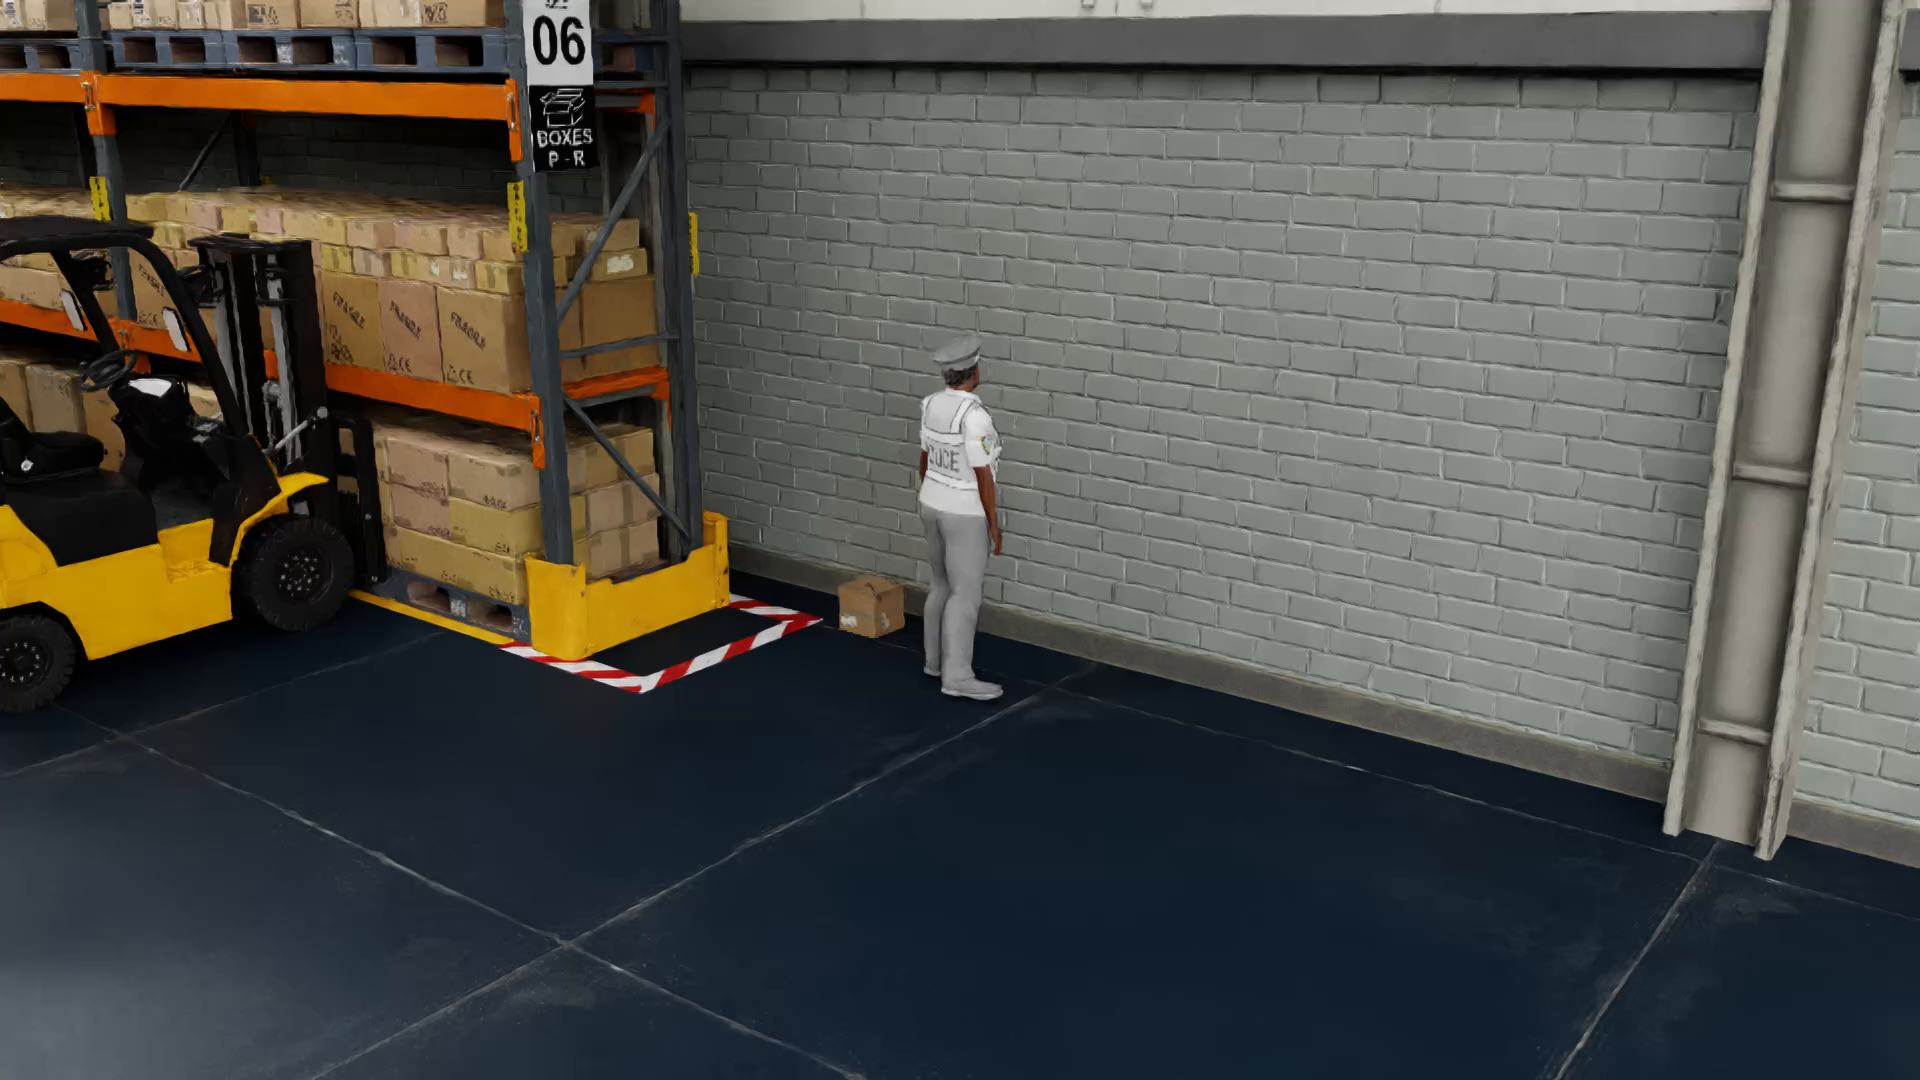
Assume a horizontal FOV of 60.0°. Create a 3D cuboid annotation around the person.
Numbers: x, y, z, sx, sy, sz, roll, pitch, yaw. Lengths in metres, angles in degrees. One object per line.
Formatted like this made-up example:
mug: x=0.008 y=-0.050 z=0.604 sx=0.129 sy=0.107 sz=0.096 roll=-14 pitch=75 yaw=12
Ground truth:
person: x=0.003 y=-0.112 z=7.820 sx=0.353 sy=1.689 sz=0.553 roll=-11 pitch=20 yaw=-32
